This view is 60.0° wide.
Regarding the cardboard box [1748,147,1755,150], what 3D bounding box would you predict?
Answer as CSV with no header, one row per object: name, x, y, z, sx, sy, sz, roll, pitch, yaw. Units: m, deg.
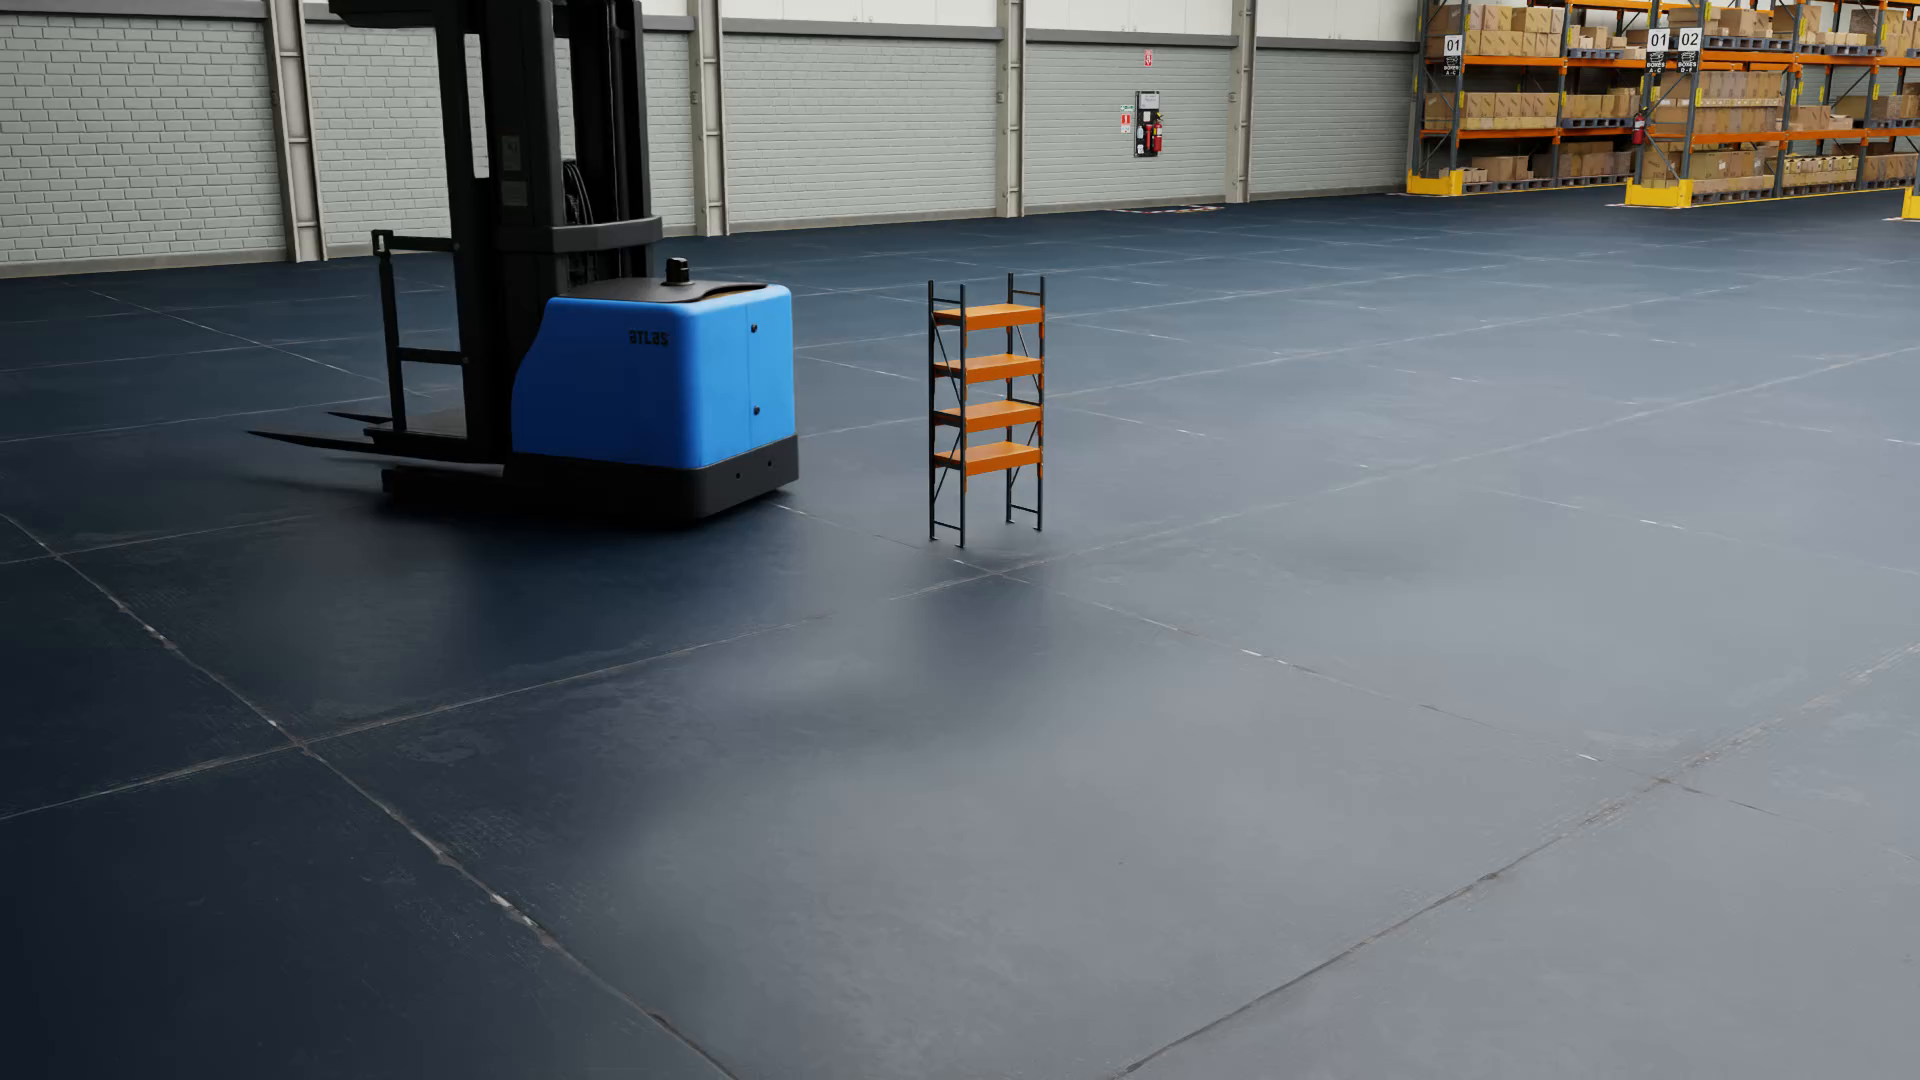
cardboard box,20.398,-10.048,43.586,0.500,0.500,0.700,-12,19,-38

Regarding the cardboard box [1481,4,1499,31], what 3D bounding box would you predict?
cardboard box,10.806,-10.826,34.485,0.500,0.500,0.500,-13,20,-40

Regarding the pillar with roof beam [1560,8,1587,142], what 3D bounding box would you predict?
pillar with roof beam,17.257,-12.106,35.635,0.400,9.000,9.100,-13,19,-39

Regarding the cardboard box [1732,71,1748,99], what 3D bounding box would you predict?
cardboard box,14.750,-8.800,32.175,0.500,0.500,0.700,-13,19,-39

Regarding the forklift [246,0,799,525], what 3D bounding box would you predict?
forklift,-2.403,-1.718,8.502,3.031,2.935,1.130,7,16,23

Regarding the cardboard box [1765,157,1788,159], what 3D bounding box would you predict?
cardboard box,17.100,-7.900,34.940,0.500,0.311,0.500,-13,20,-40

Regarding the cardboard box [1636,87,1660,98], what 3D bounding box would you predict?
cardboard box,16.513,-10.693,39.709,0.500,0.250,0.500,-12,19,-38

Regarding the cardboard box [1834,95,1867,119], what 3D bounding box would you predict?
cardboard box,19.635,-9.514,36.548,0.700,0.500,0.500,8,17,28

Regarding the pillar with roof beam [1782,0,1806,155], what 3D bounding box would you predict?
pillar with roof beam,26.309,-14.139,43.246,0.400,9.000,9.100,-13,19,-39

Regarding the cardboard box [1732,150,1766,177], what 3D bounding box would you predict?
cardboard box,15.625,-7.490,33.038,0.500,0.500,0.500,-13,19,-39

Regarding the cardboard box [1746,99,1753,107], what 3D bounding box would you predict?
cardboard box,15.193,-8.516,32.367,0.250,0.149,0.380,-12,19,-38

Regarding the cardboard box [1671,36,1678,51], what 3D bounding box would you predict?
cardboard box,17.098,-12.092,40.350,0.500,0.500,0.700,-11,19,-37

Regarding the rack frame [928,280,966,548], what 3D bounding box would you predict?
rack frame,-0.059,-0.566,7.545,0.015,1.200,0.240,-13,19,-39

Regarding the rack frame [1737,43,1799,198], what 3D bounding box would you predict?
rack frame,16.216,-8.456,33.596,0.127,3.000,1.000,-13,19,-39

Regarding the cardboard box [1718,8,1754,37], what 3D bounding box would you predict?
cardboard box,14.631,-9.775,31.441,0.500,0.500,0.500,-13,19,-39

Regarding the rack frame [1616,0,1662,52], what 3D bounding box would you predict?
rack frame,15.979,-12.996,38.967,0.127,3.000,1.000,-13,19,-39

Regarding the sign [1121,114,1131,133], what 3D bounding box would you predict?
sign,3.004,-7.546,30.117,0.234,0.329,0.001,-13,19,-39

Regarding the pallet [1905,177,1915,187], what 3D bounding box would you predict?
pallet,21.662,-8.319,38.486,1.213,0.211,1.003,-13,19,-39

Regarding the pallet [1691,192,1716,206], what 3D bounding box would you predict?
pallet,13.748,-6.569,31.935,1.213,0.211,1.003,-13,19,-39

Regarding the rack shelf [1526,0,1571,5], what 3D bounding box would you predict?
rack shelf,11.453,-11.631,35.255,4.000,0.370,1.077,-13,19,-39

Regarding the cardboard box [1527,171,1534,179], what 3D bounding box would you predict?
cardboard box,12.578,-8.167,37.152,0.380,0.166,0.250,13,20,40

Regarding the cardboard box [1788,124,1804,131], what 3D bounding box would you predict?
cardboard box,17.019,-8.445,34.042,0.250,0.149,0.380,-13,19,-39

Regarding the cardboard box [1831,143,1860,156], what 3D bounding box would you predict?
cardboard box,19.825,-8.716,37.105,0.500,0.250,0.500,-12,19,-37

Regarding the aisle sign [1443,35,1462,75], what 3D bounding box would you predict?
aisle sign,10.087,-9.928,34.068,0.004,0.787,0.394,-13,19,-39

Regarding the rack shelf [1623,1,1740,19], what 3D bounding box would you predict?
rack shelf,17.488,-12.794,40.380,4.000,0.370,1.077,-13,19,-39

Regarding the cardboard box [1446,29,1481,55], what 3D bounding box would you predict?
cardboard box,10.360,-10.258,34.295,0.500,0.500,0.500,-12,19,-38

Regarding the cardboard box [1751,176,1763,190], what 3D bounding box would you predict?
cardboard box,15.626,-7.127,33.134,0.500,0.250,0.500,-13,19,-39

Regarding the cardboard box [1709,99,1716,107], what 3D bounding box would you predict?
cardboard box,14.023,-8.252,31.381,0.250,0.149,0.380,-13,19,-39

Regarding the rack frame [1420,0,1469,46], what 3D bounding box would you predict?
rack frame,9.944,-11.641,33.893,0.127,3.000,1.000,-13,19,-39

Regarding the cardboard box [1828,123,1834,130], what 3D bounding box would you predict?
cardboard box,18.309,-8.786,35.316,0.250,0.149,0.380,-11,18,-35

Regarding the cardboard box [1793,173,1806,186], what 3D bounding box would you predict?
cardboard box,17.070,-7.437,34.295,0.500,0.250,0.500,-12,19,-38

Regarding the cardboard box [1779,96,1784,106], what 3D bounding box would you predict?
cardboard box,21.094,-11.384,43.976,0.700,0.700,0.980,-13,20,-40

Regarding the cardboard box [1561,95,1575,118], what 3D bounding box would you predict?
cardboard box,13.368,-9.761,37.433,0.500,0.500,0.700,-13,19,-39

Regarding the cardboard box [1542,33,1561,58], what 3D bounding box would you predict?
cardboard box,12.741,-10.793,36.300,0.500,0.500,0.500,-12,19,-38

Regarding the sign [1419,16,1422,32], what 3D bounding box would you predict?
sign,9.595,-10.731,34.583,0.005,0.325,0.100,-13,19,-39

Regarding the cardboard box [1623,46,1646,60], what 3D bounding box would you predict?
cardboard box,15.613,-11.339,38.710,0.500,0.311,0.500,-13,19,-39

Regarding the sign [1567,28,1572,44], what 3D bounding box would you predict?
sign,13.324,-11.015,36.360,0.005,0.325,0.100,-13,19,-39

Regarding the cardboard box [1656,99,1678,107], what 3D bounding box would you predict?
cardboard box,13.362,-8.242,31.344,0.250,0.149,0.380,-13,20,-40

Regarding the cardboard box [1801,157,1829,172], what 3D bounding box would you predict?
cardboard box,17.850,-7.884,34.881,0.500,0.311,0.500,-12,19,-38

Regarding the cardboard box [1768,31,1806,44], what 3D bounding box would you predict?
cardboard box,16.687,-10.139,33.558,0.500,0.250,0.500,-10,18,-34

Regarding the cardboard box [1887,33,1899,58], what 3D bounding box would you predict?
cardboard box,19.925,-10.798,36.358,0.500,0.500,0.910,-13,19,-39

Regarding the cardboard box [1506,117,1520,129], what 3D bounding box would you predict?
cardboard box,11.674,-8.962,35.740,0.500,0.250,0.500,-12,19,-39

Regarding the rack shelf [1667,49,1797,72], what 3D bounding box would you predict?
rack shelf,14.707,-9.219,32.034,4.000,0.370,1.077,-13,19,-39

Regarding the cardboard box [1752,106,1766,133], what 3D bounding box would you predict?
cardboard box,15.492,-8.338,32.958,0.500,0.500,0.700,-13,20,-40

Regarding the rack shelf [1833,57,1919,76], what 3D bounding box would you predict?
rack shelf,20.743,-10.575,37.107,4.000,0.370,1.077,-13,19,-39

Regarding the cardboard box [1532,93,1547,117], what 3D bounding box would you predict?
cardboard box,12.435,-9.494,36.278,0.500,0.500,0.500,-13,20,-40

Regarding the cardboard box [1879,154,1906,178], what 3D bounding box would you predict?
cardboard box,20.928,-8.424,37.465,0.500,0.500,0.500,-14,20,-41

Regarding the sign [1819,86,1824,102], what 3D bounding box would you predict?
sign,18.870,-9.759,36.384,0.005,0.325,0.100,-13,19,-39

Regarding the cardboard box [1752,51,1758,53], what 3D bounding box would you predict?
cardboard box,20.085,-12.553,42.402,0.500,0.250,0.500,-13,20,-41

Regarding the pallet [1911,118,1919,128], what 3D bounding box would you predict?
pallet,21.577,-9.605,38.268,1.213,0.211,1.003,-13,19,-39

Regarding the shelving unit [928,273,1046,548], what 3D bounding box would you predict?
shelving unit,0.125,-0.608,7.700,0.503,1.200,0.258,-13,19,-39

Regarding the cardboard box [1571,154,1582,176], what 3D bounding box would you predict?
cardboard box,13.863,-8.650,38.313,0.500,0.500,0.700,-13,20,-40

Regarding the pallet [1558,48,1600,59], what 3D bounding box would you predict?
pallet,13.497,-10.863,37.155,1.003,0.211,1.213,-13,19,-39

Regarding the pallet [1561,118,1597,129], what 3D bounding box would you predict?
pallet,13.634,-9.429,37.608,1.213,0.211,1.003,-13,19,-39

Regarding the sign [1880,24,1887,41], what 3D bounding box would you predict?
sign,19.592,-10.762,35.259,0.005,0.325,0.100,-13,19,-39
